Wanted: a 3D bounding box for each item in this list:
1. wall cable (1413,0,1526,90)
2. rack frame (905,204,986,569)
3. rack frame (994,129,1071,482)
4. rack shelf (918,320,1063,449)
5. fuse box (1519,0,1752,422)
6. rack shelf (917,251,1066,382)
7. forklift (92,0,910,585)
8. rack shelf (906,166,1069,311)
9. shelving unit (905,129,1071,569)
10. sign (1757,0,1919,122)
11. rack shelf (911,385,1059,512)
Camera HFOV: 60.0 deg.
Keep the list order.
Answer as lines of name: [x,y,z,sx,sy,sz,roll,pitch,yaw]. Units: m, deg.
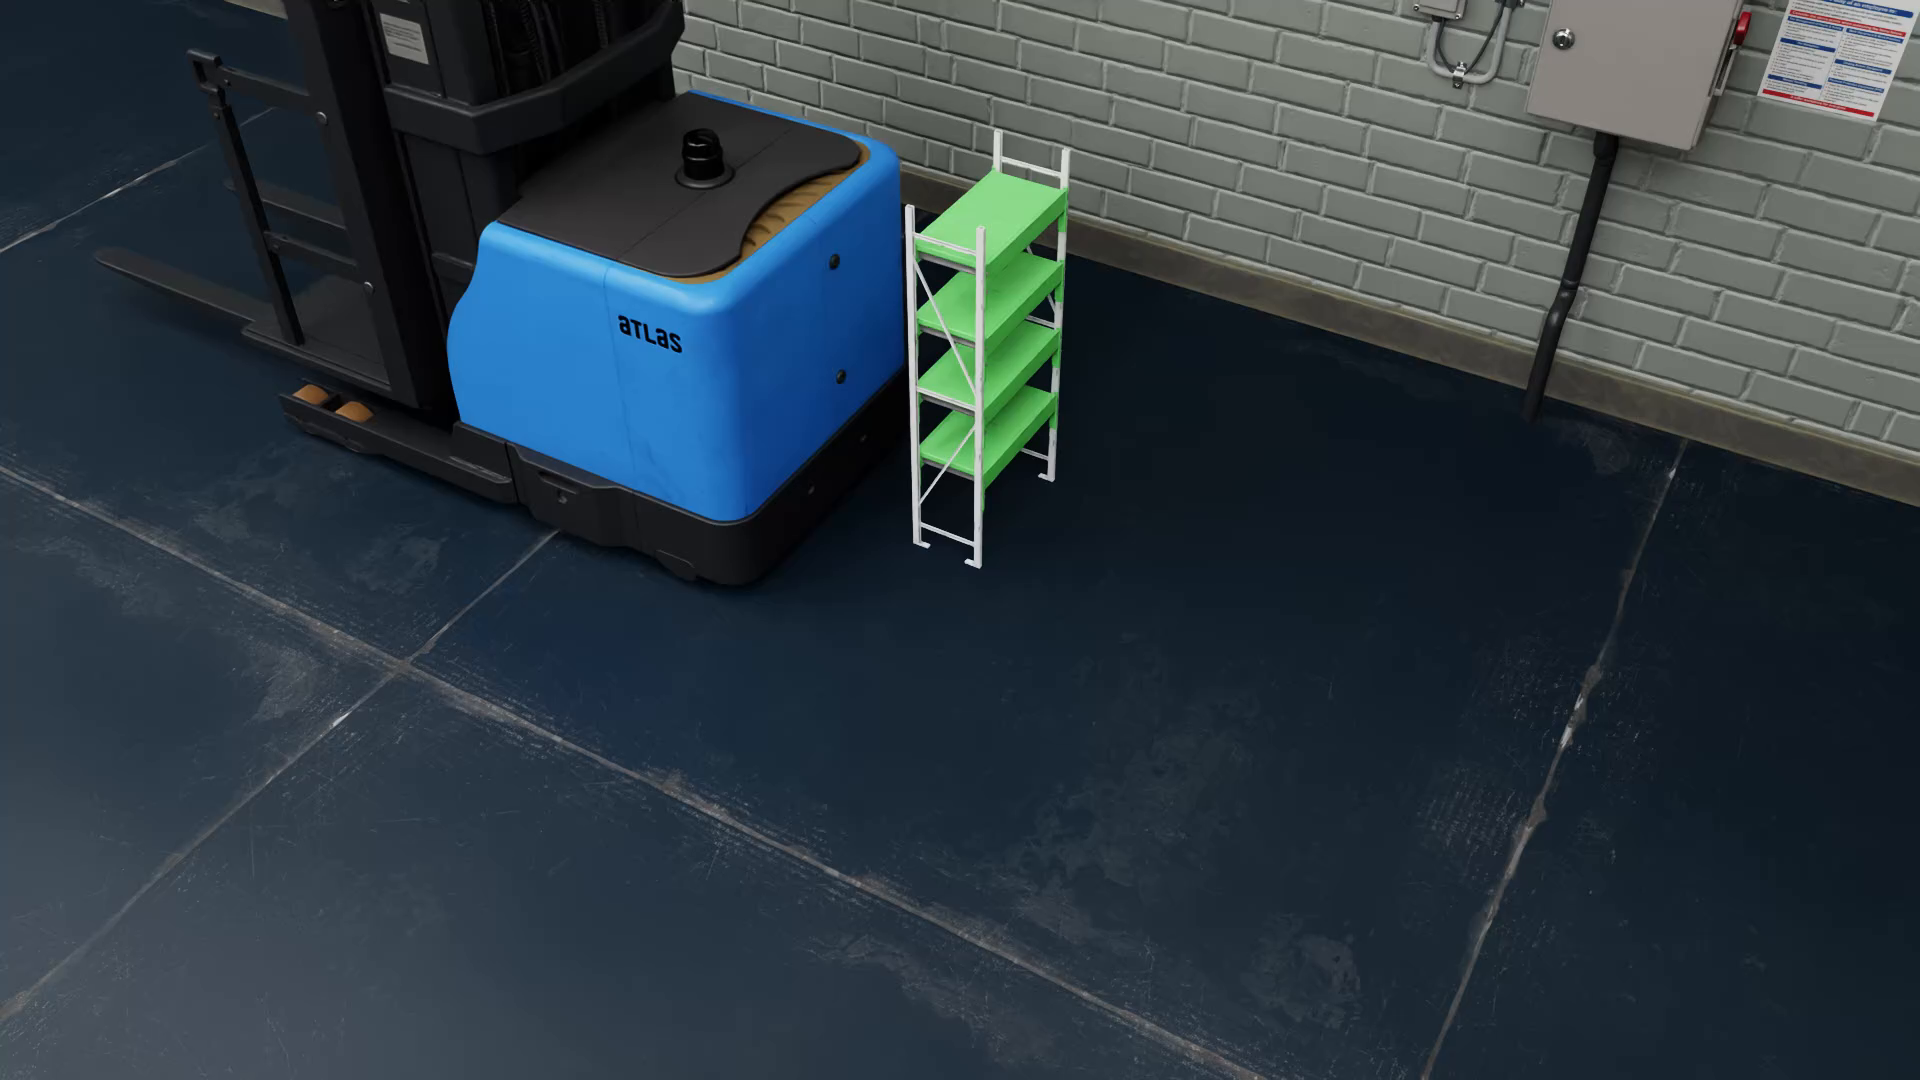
wall cable: [1.455,-2.223,4.736,0.588,1.984,0.122,21,45,22]
rack frame: [-0.039,-0.405,4.802,0.240,1.200,0.015,21,45,22]
rack frame: [0.205,-0.685,5.120,0.240,1.200,0.015,21,45,22]
rack shelf: [0.083,-0.497,5.003,0.258,0.148,0.480,21,45,22]
fuse box: [1.967,-1.043,5.139,0.539,1.711,0.414,21,45,22]
rack shelf: [0.083,-0.677,4.845,0.258,0.148,0.480,21,45,22]
forklift: [-1.703,-1.678,4.938,3.031,2.935,1.130,20,45,22]
rack shelf: [0.083,-0.857,4.686,0.258,0.148,0.480,21,45,22]
shelving unit: [0.083,-0.545,4.961,0.258,1.200,0.503,21,45,22]
sign: [2.499,-1.446,4.694,0.329,0.494,0.001,21,45,22]
rack shelf: [0.083,-0.317,5.162,0.258,0.148,0.480,21,45,22]
